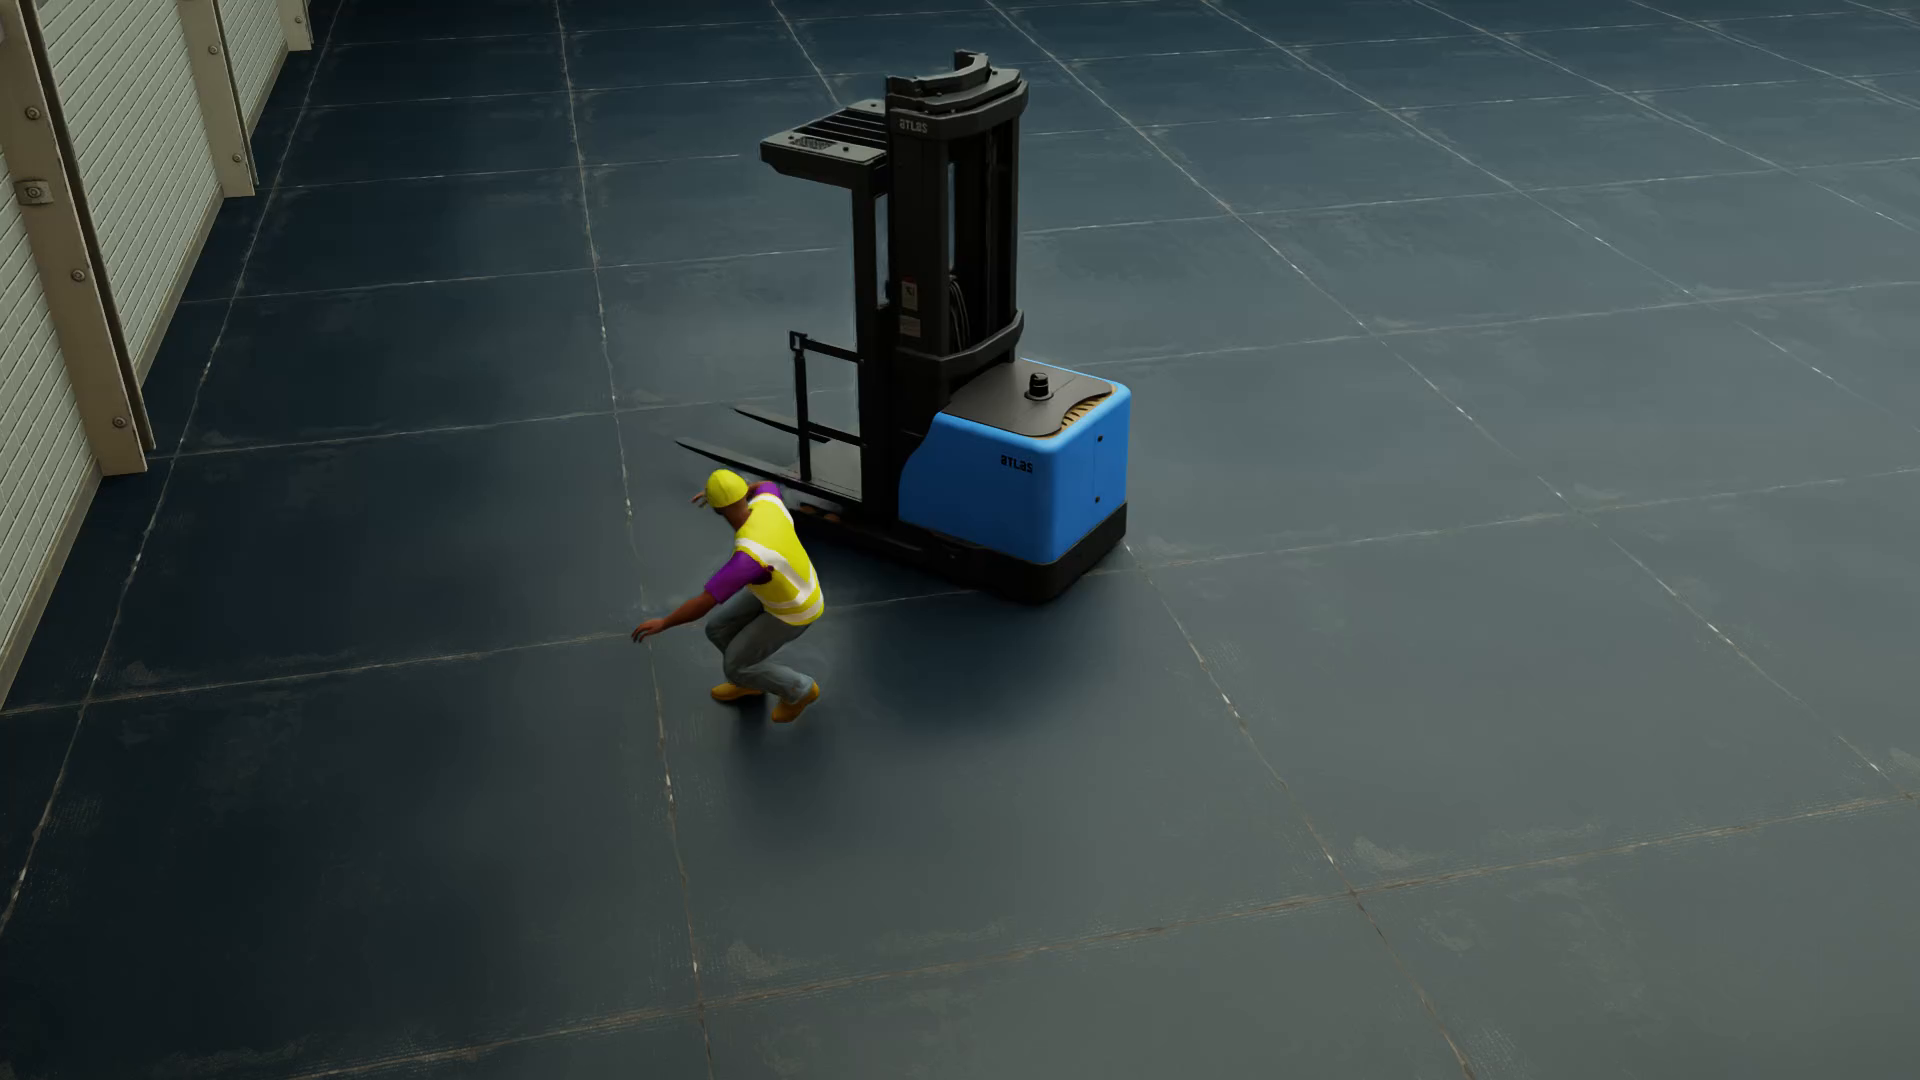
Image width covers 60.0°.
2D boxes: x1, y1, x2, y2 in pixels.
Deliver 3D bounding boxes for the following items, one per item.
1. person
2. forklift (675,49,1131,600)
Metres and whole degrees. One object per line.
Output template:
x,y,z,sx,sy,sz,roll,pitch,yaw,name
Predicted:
-1.206,0.279,8.555,0.992,1.478,0.837,-6,31,-10,person
-0.473,-1.470,10.113,3.031,2.935,1.130,18,35,28,forklift
